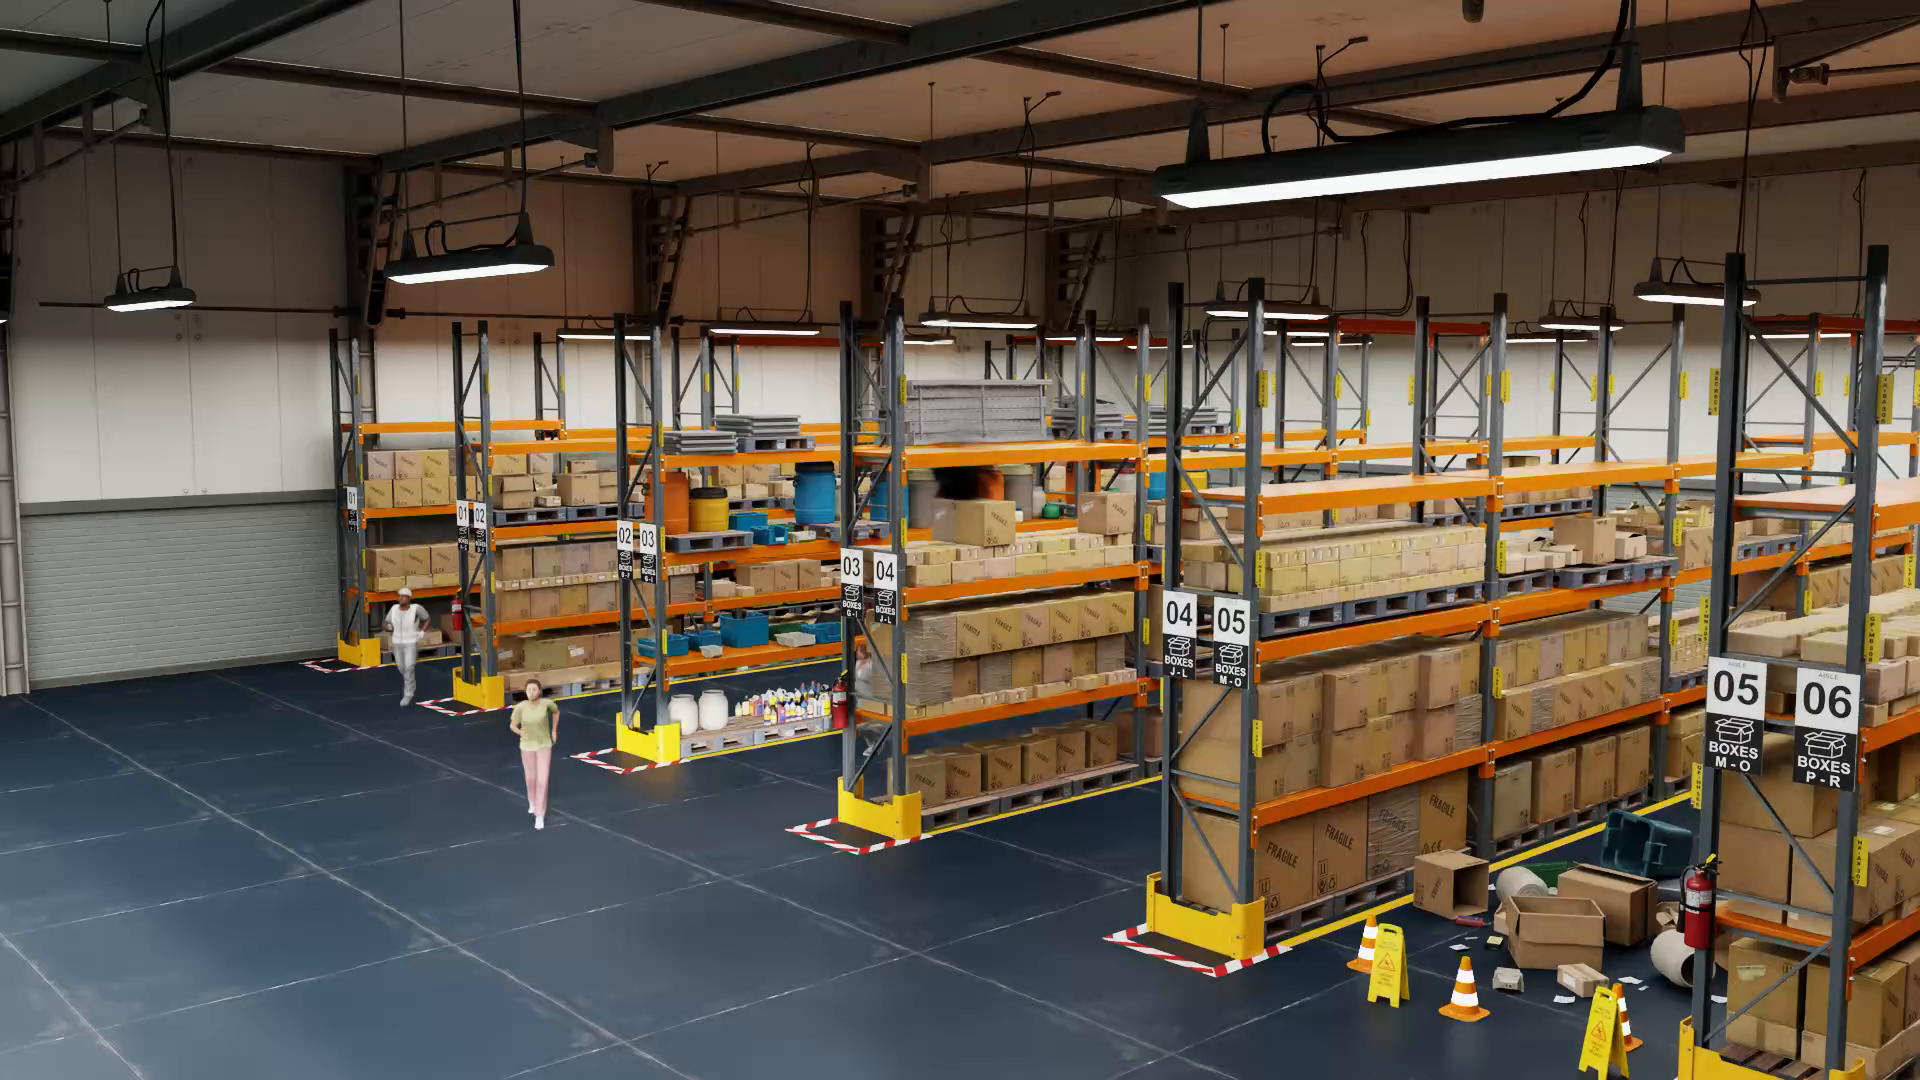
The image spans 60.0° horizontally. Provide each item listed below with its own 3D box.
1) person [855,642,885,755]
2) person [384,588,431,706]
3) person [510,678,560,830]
[{"bbox_3d":[-1.202,2.050,21.318,0.567,1.478,0.560,-6,8,-44],"label":"person"},{"bbox_3d":[-8.791,1.660,26.312,0.687,1.813,0.831,1,6,7],"label":"person"},{"bbox_3d":[-4.925,2.438,19.279,0.536,1.709,0.848,-1,6,-7],"label":"person"}]
